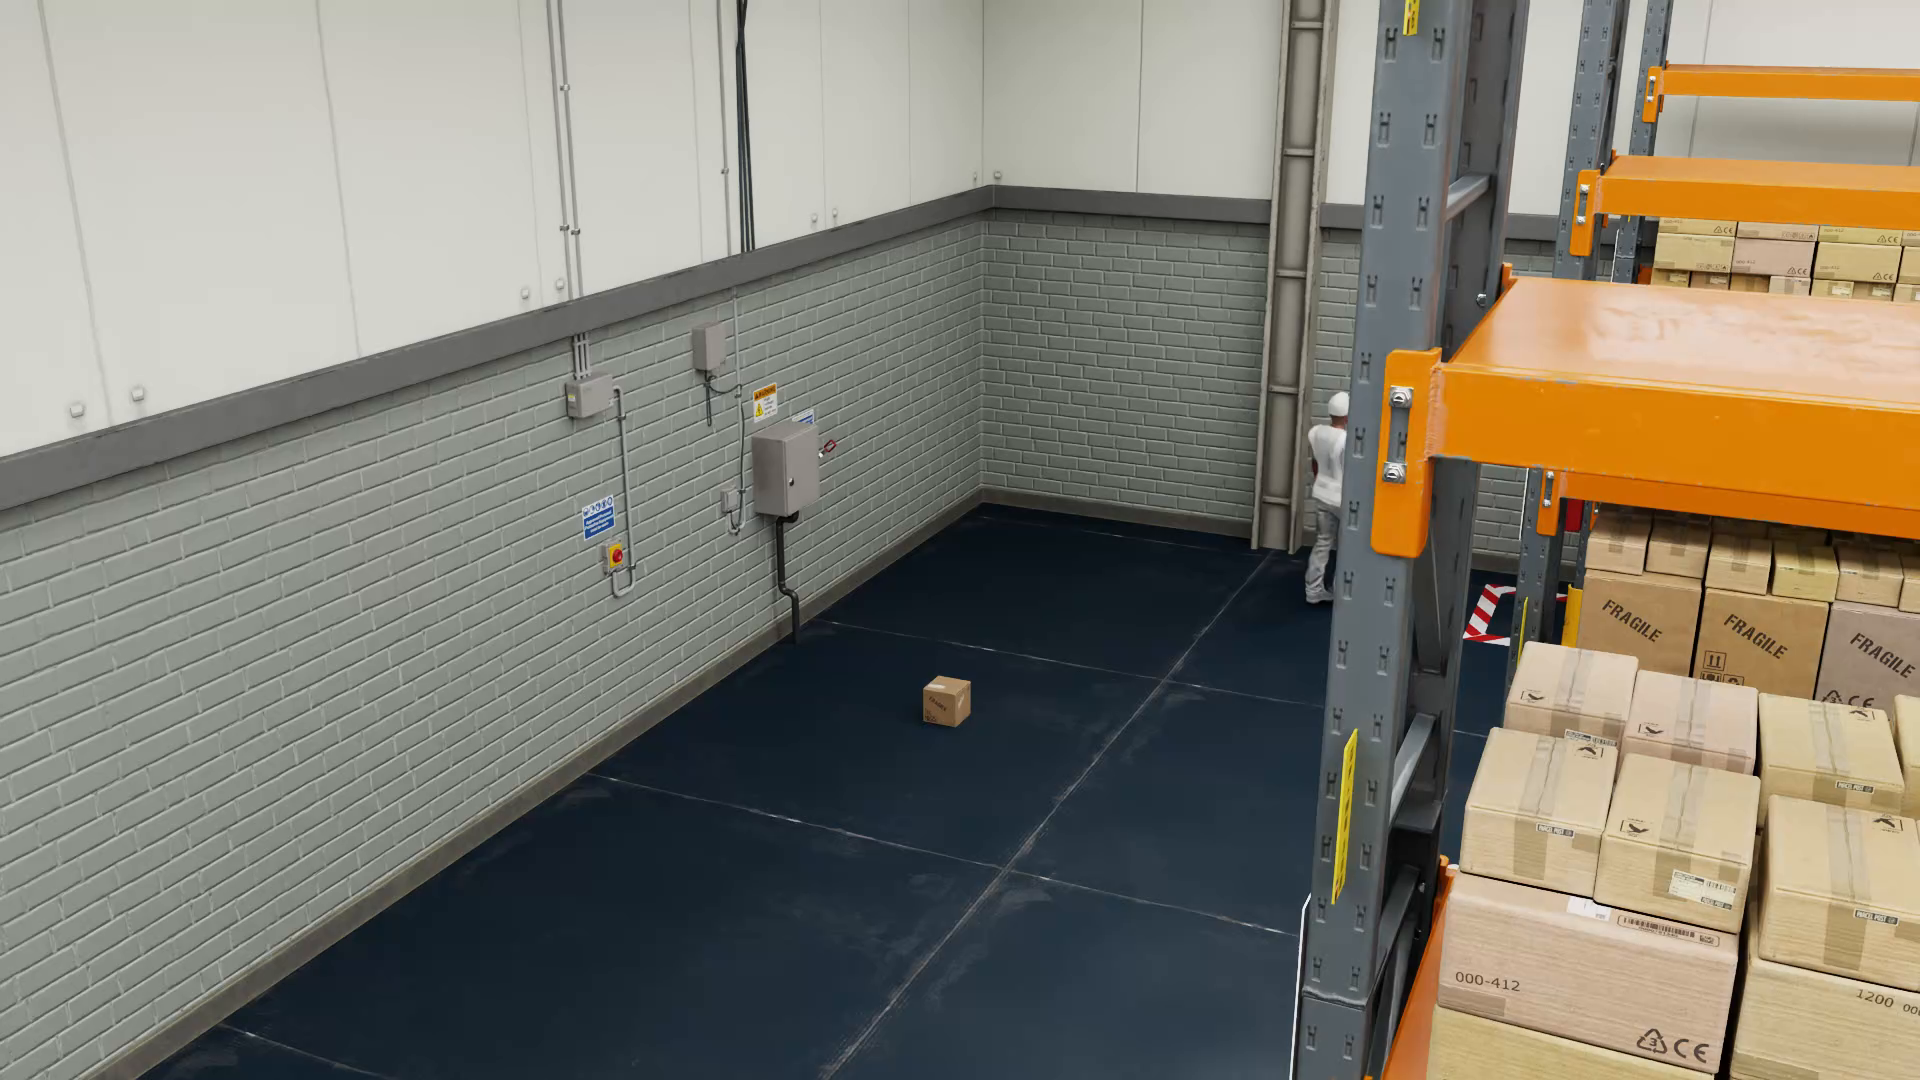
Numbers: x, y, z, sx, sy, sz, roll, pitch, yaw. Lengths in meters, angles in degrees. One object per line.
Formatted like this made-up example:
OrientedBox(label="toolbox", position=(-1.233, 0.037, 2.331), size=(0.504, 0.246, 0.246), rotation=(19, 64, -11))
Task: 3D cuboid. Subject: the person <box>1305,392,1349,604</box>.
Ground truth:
OrientedBox(label="person", position=(3.095, -0.316, 13.469), size=(0.487, 1.832, 0.598), rotation=(-11, 22, -29))
